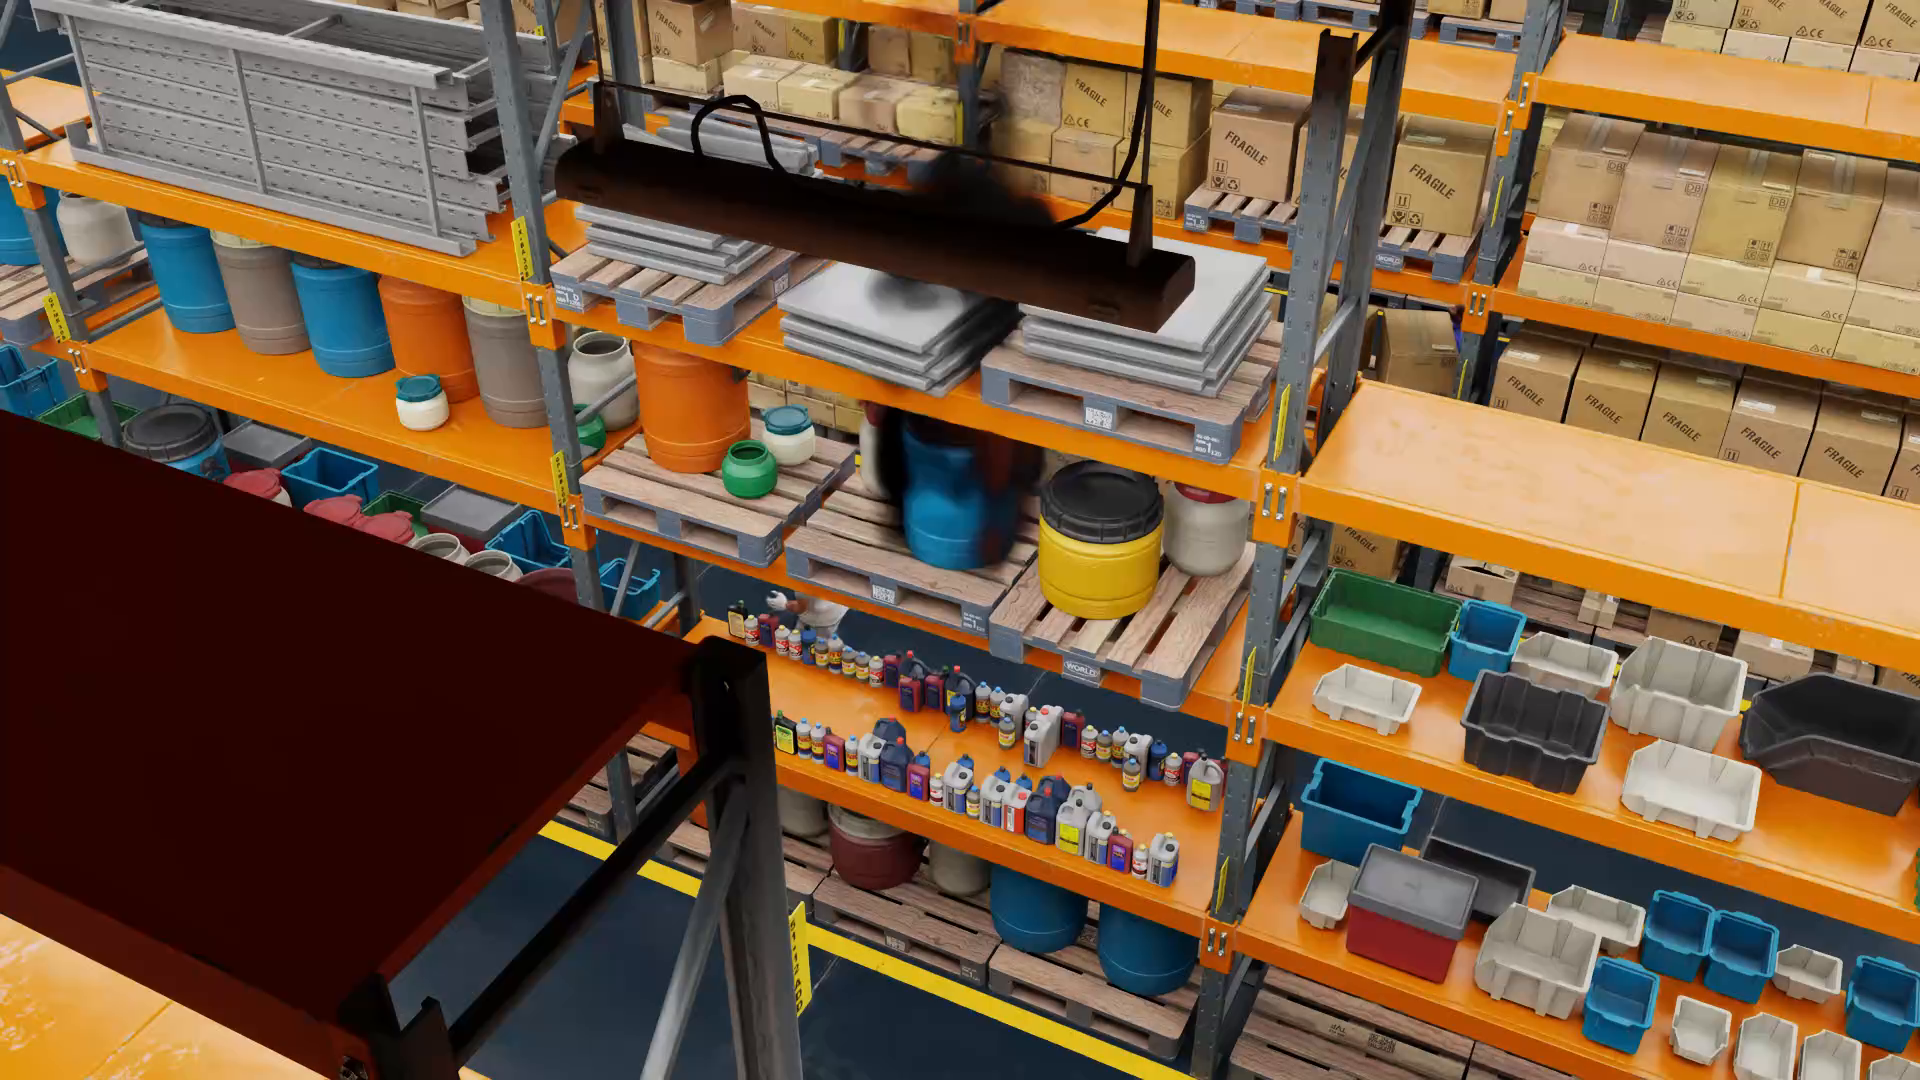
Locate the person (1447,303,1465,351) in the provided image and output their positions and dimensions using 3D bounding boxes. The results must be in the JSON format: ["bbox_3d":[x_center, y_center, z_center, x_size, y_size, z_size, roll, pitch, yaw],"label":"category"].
[{"bbox_3d":[4.276,-1.362,14.414,0.589,1.609,0.562,15,38,20],"label":"person"}]

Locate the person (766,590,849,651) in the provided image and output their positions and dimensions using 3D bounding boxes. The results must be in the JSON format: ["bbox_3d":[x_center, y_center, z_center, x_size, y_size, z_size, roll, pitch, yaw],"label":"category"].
[{"bbox_3d":[-1.007,0.477,11.680,0.633,1.734,0.671,13,37,18],"label":"person"}]
